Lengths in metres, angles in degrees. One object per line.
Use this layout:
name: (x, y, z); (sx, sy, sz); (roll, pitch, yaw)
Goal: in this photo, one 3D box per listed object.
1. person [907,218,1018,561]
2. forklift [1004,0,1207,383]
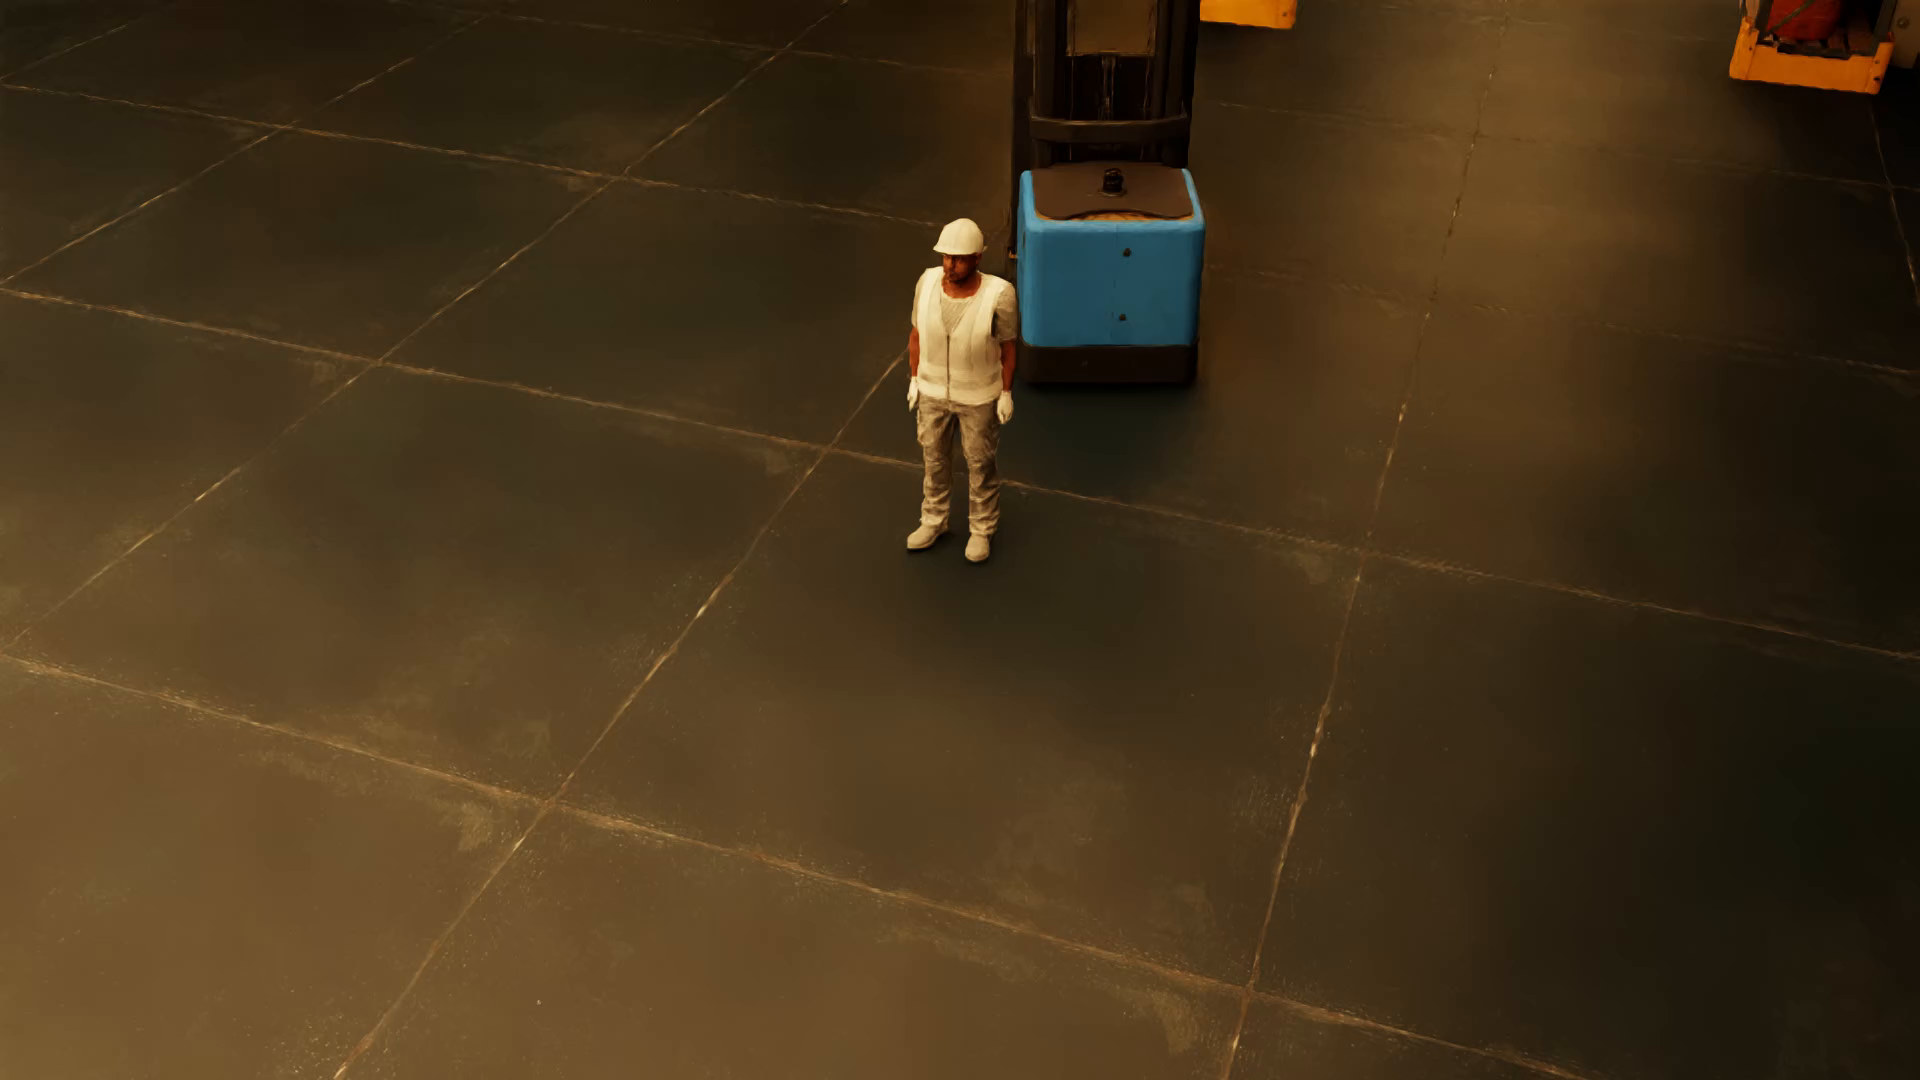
person: (-0.003, -0.721, 8.118); (0.546, 1.790, 0.365); (12, 37, 16)
forklift: (0.866, -2.946, 10.266); (1.130, 2.935, 3.031); (0, 35, 0)
